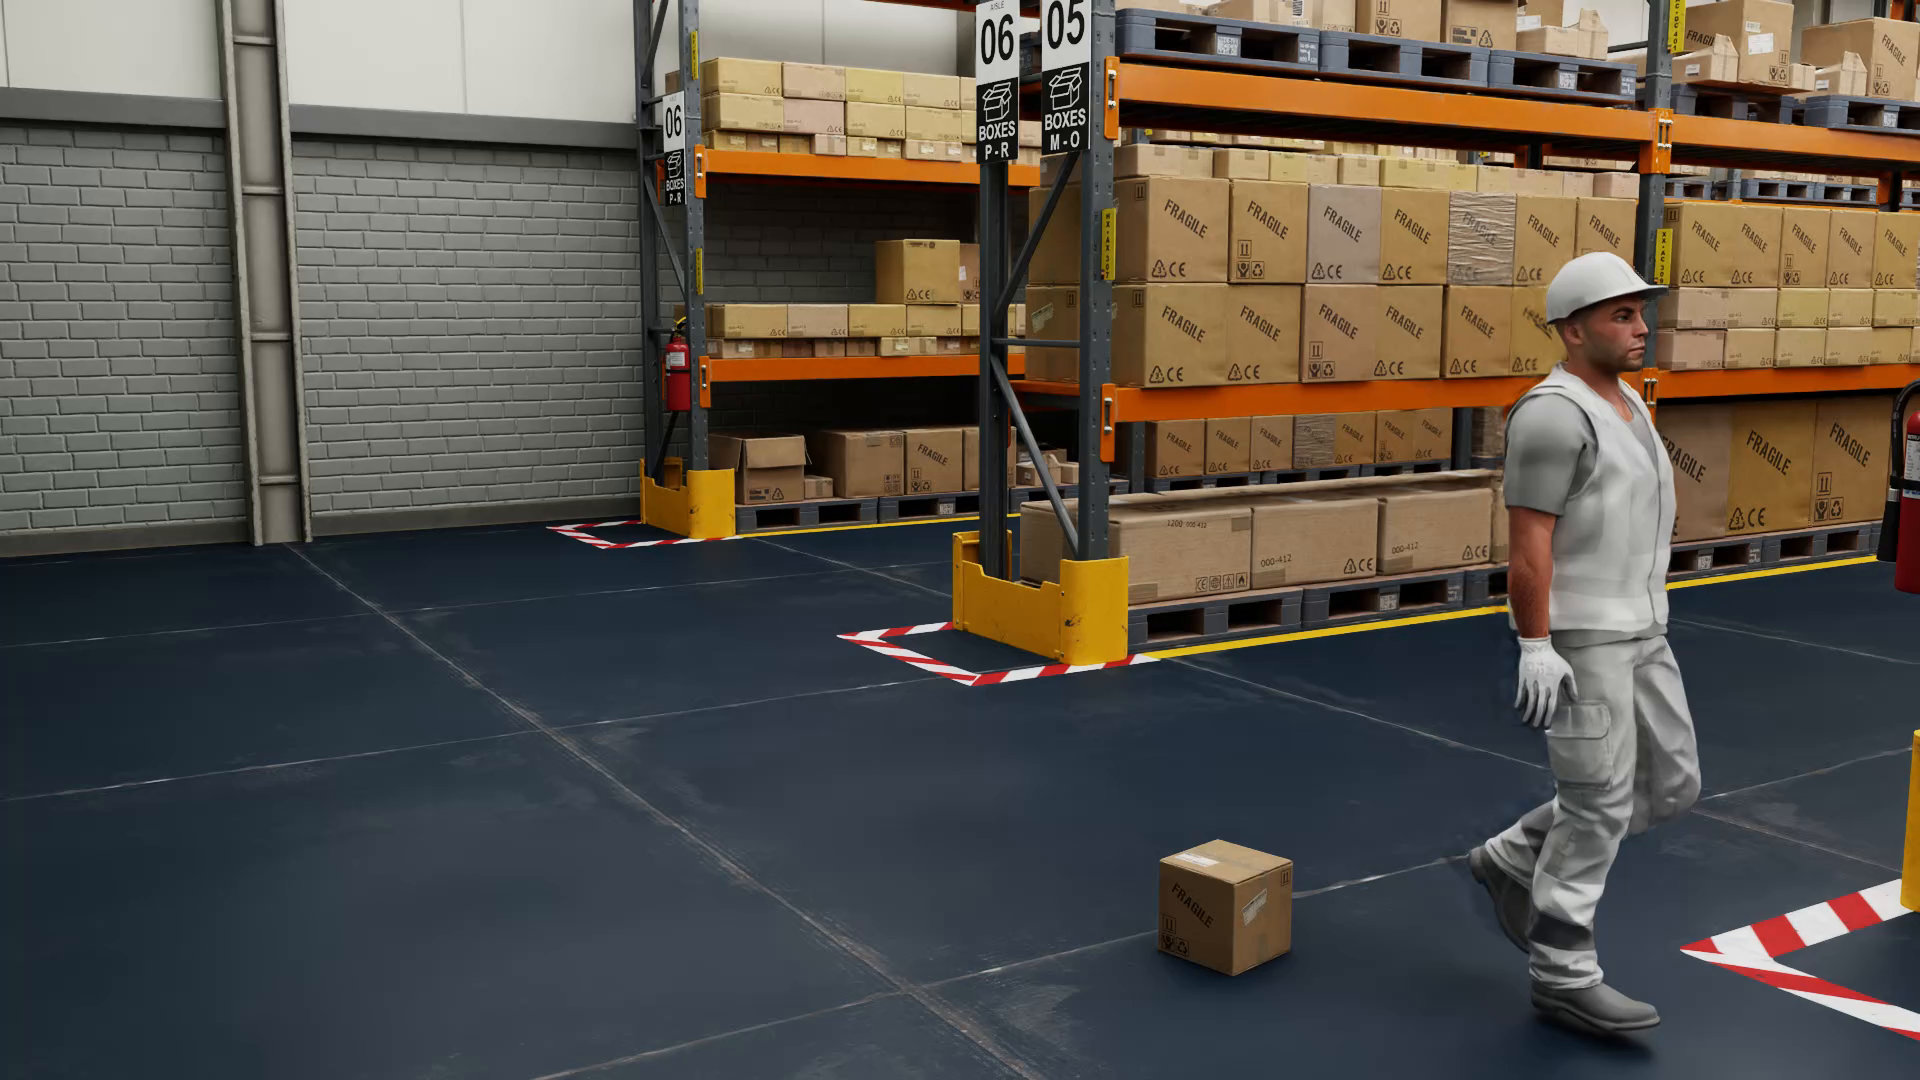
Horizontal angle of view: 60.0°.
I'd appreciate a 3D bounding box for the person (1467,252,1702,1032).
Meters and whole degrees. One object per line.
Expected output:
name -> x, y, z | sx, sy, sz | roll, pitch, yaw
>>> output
person -> 1.453, 0.224, 3.922 | 0.540, 1.779, 0.578 | 7, 11, 43
